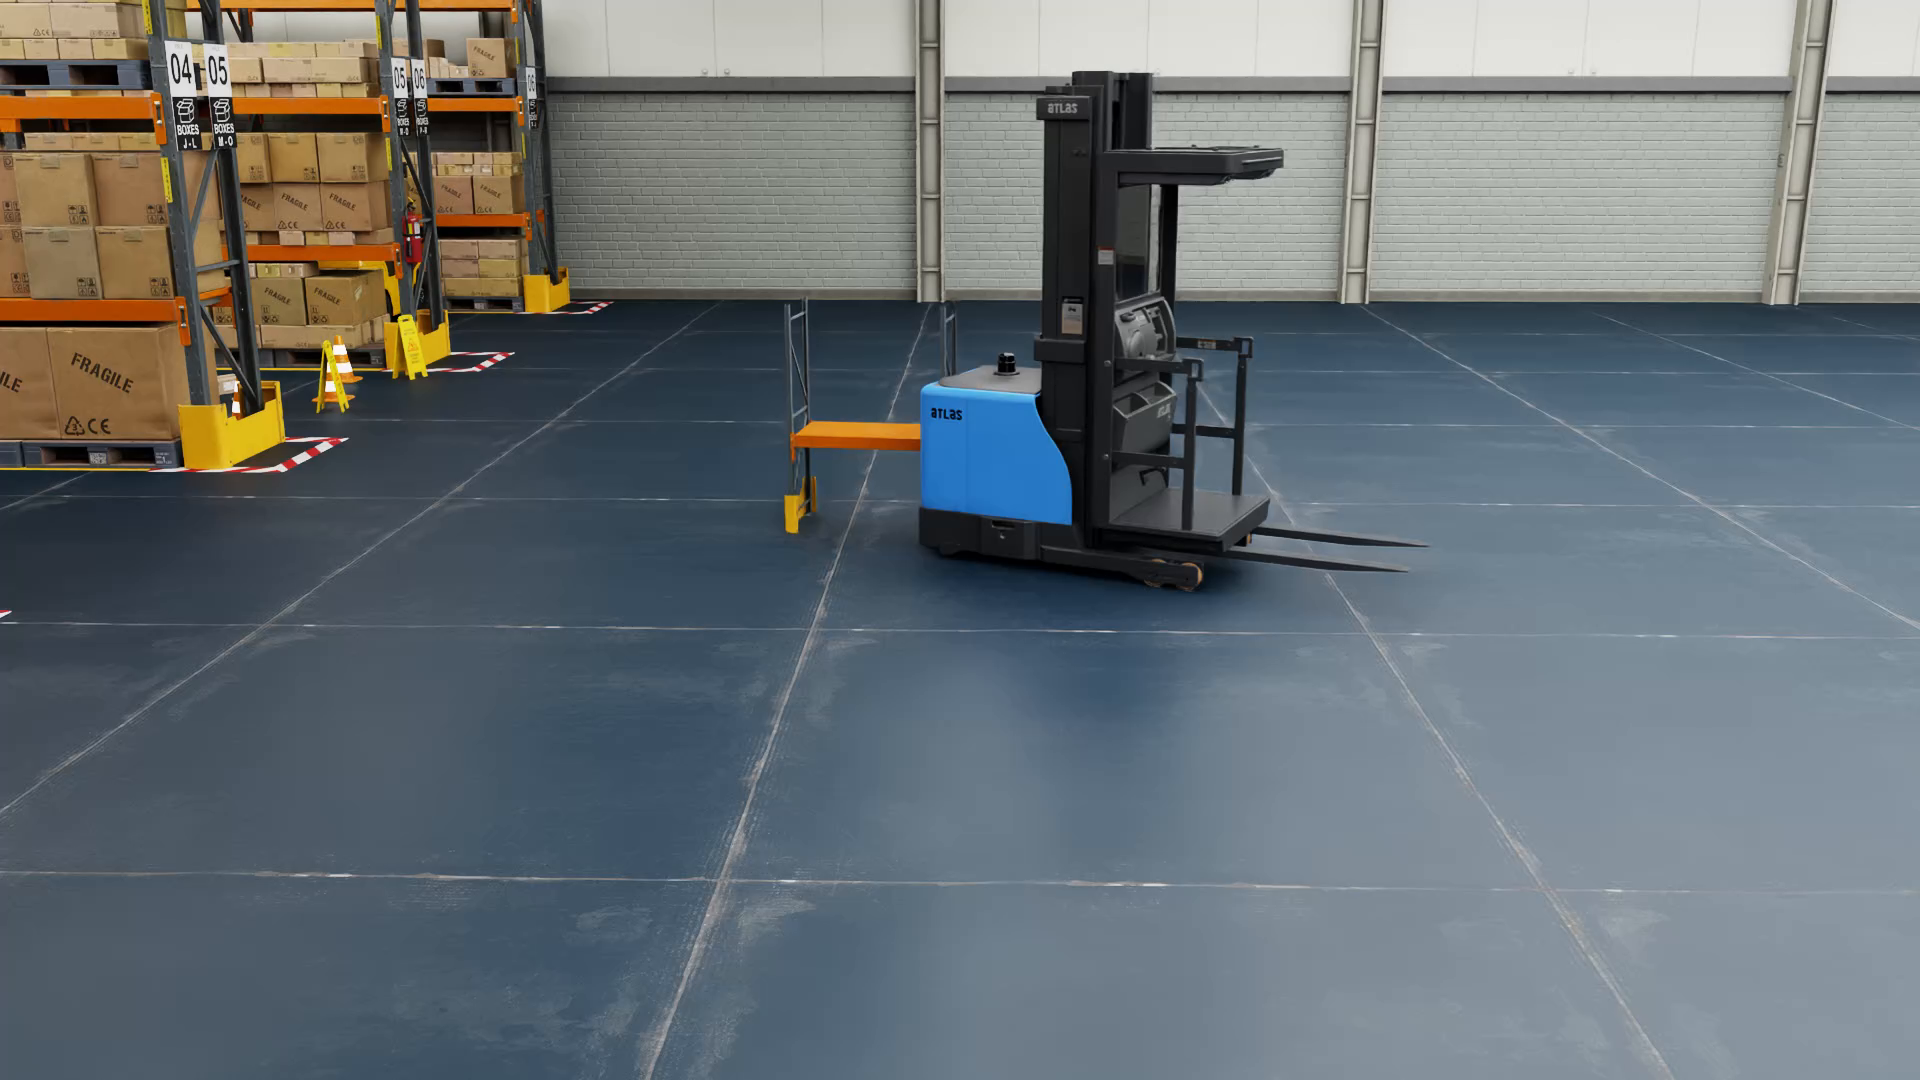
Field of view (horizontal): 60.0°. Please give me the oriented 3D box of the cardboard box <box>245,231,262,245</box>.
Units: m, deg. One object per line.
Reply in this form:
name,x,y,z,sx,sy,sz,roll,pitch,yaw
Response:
cardboard box,-7.520,-3.228,17.686,0.250,0.149,0.380,0,15,1

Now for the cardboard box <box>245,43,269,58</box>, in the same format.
cardboard box,-7.214,-5.079,17.259,0.250,0.149,0.380,0,15,1

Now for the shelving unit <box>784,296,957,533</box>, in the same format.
shelving unit,-0.585,-0.829,11.041,1.083,1.500,0.587,2,15,8

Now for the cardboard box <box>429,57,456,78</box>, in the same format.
cardboard box,-6.826,-6.243,21.987,0.258,0.266,0.396,0,15,2

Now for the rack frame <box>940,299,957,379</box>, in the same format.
rack frame,-0.074,-0.809,10.965,0.032,1.500,0.500,2,15,8

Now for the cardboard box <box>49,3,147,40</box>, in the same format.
cardboard box,-6.382,-3.853,12.375,0.500,0.250,0.500,1,15,2

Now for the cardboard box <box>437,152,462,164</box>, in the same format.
cardboard box,-6.857,-5.140,22.392,0.250,0.149,0.380,0,15,2

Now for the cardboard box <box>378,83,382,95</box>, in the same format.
cardboard box,-6.183,-4.825,17.859,0.250,0.149,0.380,0,15,1

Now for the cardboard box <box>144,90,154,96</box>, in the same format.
cardboard box,-8.267,-4.670,17.274,0.250,0.149,0.380,0,15,0

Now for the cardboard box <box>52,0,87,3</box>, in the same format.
cardboard box,-6.480,-4.031,12.270,0.250,0.149,0.380,0,15,2

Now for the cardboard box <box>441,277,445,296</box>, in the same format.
cardboard box,-7.211,-3.484,22.732,0.500,0.250,0.500,1,15,2

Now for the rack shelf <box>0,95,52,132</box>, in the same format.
rack shelf,-11.858,-4.552,17.745,4.000,0.370,1.077,0,15,1

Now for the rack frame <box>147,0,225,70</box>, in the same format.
rack frame,-5.885,-5.048,12.335,0.127,3.000,1.000,0,15,1

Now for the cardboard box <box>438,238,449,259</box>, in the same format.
cardboard box,-7.220,-3.960,22.575,0.500,0.250,0.500,1,15,2

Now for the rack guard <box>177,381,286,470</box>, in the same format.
rack guard,-5.861,-0.939,13.419,0.348,0.500,1.175,0,15,1

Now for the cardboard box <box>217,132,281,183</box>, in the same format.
cardboard box,-7.394,-4.016,17.444,0.500,0.500,0.700,0,15,1

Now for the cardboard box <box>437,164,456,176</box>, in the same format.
cardboard box,-6.852,-4.985,22.388,0.250,0.149,0.380,0,15,1

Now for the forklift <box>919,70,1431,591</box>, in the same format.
forklift,1.296,-1.273,9.918,3.031,2.935,1.130,7,16,25

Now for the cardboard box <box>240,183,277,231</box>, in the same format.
cardboard box,-7.410,-3.545,17.617,0.500,0.500,0.500,0,15,1

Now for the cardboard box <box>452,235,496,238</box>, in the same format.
cardboard box,-6.712,-4.087,23.059,0.500,0.250,0.500,0,15,2

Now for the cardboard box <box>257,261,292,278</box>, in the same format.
cardboard box,-7.287,-2.887,17.728,0.250,0.149,0.380,1,15,2

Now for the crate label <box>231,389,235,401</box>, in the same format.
crate label,-6.799,-1.404,15.895,0.298,0.136,0.250,-8,17,-28

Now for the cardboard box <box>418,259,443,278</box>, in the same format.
cardboard box,-7.249,-3.719,22.644,0.500,0.250,0.500,0,15,0

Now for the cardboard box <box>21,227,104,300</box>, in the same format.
cardboard box,-6.808,-2.209,13.039,0.550,0.550,0.875,0,15,1

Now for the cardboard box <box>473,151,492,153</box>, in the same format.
cardboard box,-6.592,-5.248,22.799,0.250,0.149,0.380,1,15,2

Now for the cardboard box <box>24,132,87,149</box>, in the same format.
cardboard box,-9.424,-4.054,17.588,0.500,0.500,0.700,0,15,1

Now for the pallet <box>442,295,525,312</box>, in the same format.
pallet,-6.502,-3.323,23.020,1.213,0.211,1.003,0,15,1

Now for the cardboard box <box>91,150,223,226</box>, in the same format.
cardboard box,-6.255,-2.755,12.990,0.550,0.550,0.875,0,15,1

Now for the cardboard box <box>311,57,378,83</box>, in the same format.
cardboard box,-6.378,-4.867,17.238,0.500,0.250,0.500,0,15,1

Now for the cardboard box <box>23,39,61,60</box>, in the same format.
cardboard box,-6.735,-3.647,12.377,0.250,0.149,0.380,1,15,2

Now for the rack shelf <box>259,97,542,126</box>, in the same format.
rack shelf,-7.736,-5.792,22.444,4.000,0.370,1.077,0,15,1

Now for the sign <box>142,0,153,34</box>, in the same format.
sign,-5.913,-3.850,12.091,0.005,0.325,0.100,0,15,1

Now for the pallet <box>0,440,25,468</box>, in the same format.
pallet,-7.903,-0.793,13.433,1.213,0.211,1.003,0,15,1

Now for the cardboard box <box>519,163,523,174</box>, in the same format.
cardboard box,-6.069,-5.107,22.849,0.250,0.149,0.380,0,15,0

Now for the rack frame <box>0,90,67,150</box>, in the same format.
rack frame,-9.859,-3.437,17.987,0.127,3.000,1.000,0,15,1

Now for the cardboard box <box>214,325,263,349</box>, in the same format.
cardboard box,-7.716,-2.228,17.973,0.500,0.250,0.500,0,15,-1

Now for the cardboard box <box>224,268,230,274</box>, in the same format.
cardboard box,-8.242,-2.732,18.410,0.500,0.500,0.500,1,15,4

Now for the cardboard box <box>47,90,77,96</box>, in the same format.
cardboard box,-9.293,-4.685,17.328,0.250,0.149,0.380,0,15,1

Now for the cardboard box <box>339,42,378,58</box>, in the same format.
cardboard box,-6.205,-5.052,17.158,0.250,0.149,0.380,1,15,2

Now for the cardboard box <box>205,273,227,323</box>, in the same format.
cardboard box,-8.222,-2.596,17.896,0.500,0.500,0.500,1,15,4

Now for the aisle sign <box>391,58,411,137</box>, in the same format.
aisle sign,-5.805,-4.593,17.274,0.004,0.787,0.394,0,15,1

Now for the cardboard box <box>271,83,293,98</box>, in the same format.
cardboard box,-6.989,-4.693,17.360,0.250,0.149,0.380,0,15,2

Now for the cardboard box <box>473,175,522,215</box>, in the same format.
cardboard box,-6.235,-4.661,22.431,0.500,0.500,0.500,0,15,0

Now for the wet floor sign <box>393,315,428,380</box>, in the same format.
wet floor sign,-5.697,-1.998,17.149,0.232,0.644,0.267,6,16,21

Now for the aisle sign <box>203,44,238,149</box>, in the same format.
aisle sign,-5.807,-3.481,13.057,0.004,0.787,0.394,0,15,1

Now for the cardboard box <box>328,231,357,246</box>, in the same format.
cardboard box,-6.495,-3.211,17.621,0.250,0.149,0.380,0,15,1

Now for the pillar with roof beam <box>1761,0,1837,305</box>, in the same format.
pillar with roof beam,11.474,-6.597,18.203,0.400,9.000,9.100,0,15,1

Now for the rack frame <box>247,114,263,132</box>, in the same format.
rack frame,-9.735,-4.703,22.784,0.127,3.000,1.000,0,15,1
